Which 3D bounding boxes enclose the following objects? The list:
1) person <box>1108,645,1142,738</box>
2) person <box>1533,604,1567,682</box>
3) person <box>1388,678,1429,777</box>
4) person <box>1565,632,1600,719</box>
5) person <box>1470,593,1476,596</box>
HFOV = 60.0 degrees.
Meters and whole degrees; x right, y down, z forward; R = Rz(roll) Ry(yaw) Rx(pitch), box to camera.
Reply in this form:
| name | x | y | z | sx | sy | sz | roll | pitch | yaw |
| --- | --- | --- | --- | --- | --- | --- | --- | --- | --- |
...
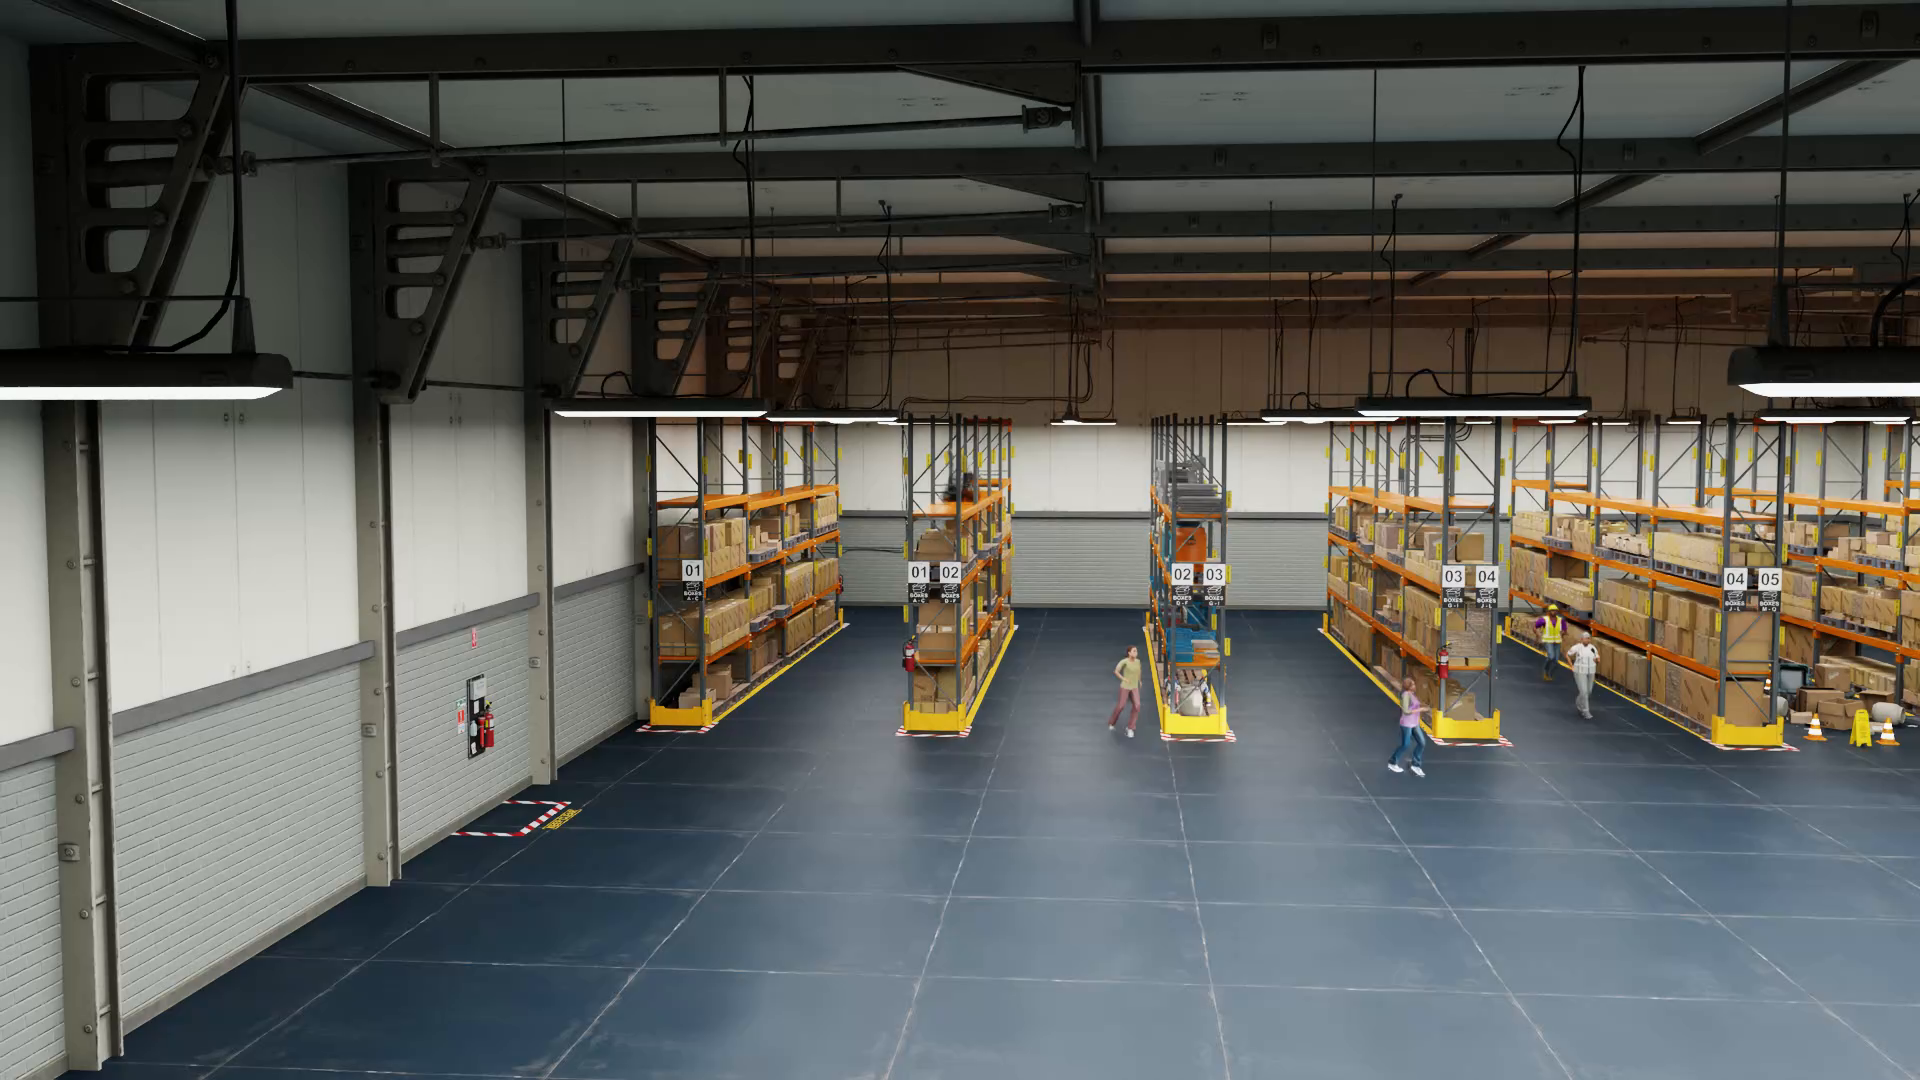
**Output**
| name | x | y | z | sx | sy | sz | roll | pitch | yaw |
| --- | --- | --- | --- | --- | --- | --- | --- | --- | --- |
| person | 3.170 | 2.806 | 31.145 | 0.643 | 1.688 | 0.760 | -2 | 4 | -21 |
| person | 13.328 | 2.320 | 37.414 | 0.676 | 1.738 | 0.673 | 0 | 4 | -2 |
| person | 7.384 | 3.078 | 27.341 | 0.677 | 1.633 | 0.516 | 3 | 5 | 37 |
| person | 12.403 | 2.650 | 33.031 | 0.605 | 1.653 | 0.943 | 0 | 4 | -7 |
| person | 14.730 | 1.726 | 47.114 | 0.724 | 1.726 | 0.789 | -2 | 4 | -27 |
